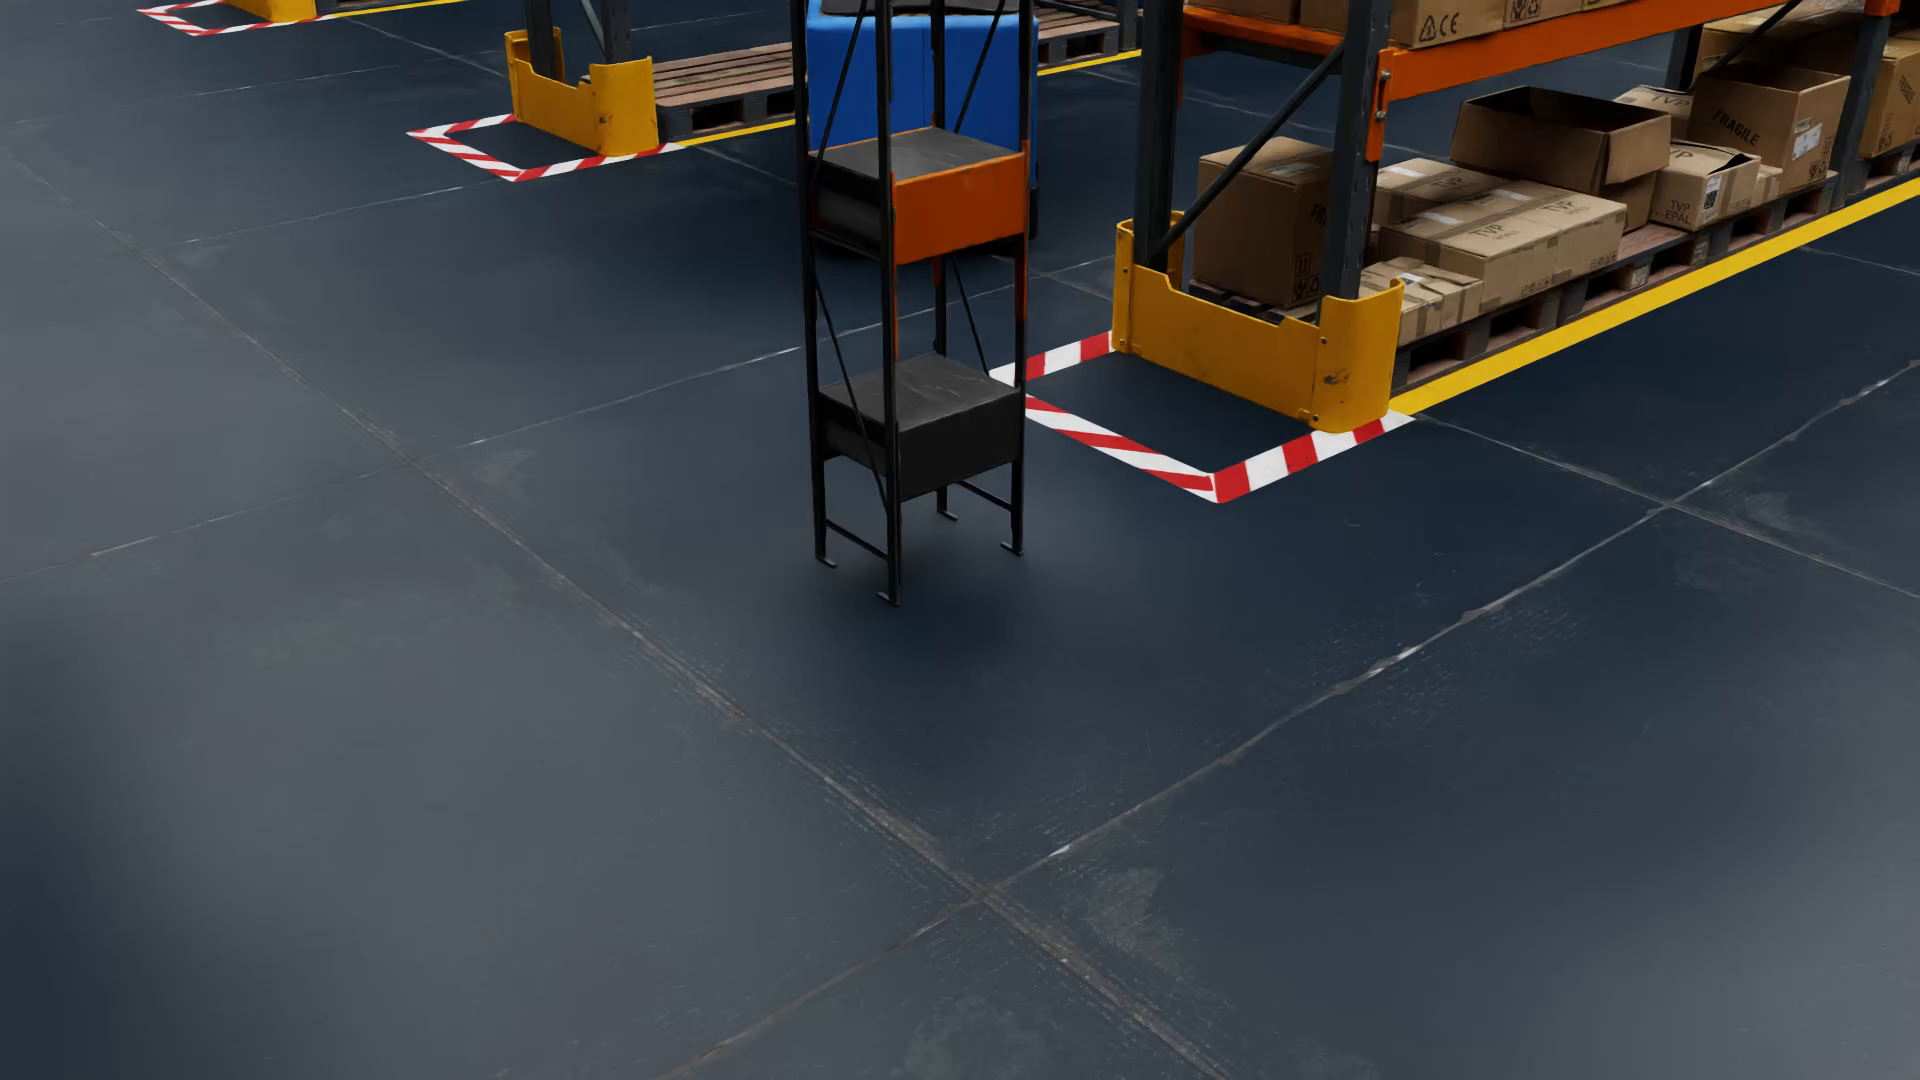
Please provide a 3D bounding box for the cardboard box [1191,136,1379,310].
[{"bbox_3d":[1.291,-1.276,6.641,0.500,0.500,0.500,-22,35,-35],"label":"cardboard box"}]

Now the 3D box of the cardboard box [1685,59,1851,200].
[{"bbox_3d":[3.831,-1.969,7.938,0.500,0.500,0.500,-22,35,-35],"label":"cardboard box"}]

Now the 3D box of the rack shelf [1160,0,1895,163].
[{"bbox_3d":[2.558,-2.225,6.993,4.000,0.370,1.077,-22,35,-35],"label":"rack shelf"}]

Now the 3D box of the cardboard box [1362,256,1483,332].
[{"bbox_3d":[1.769,-0.956,6.395,0.250,0.166,0.380,-22,35,-35],"label":"cardboard box"}]

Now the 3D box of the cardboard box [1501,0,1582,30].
[{"bbox_3d":[1.935,-2.175,6.031,0.500,0.500,0.500,-22,35,-35],"label":"cardboard box"}]

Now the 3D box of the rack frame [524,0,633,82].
[{"bbox_3d":[-2.175,-3.707,9.005,0.127,3.000,1.000,-22,35,-35],"label":"rack frame"}]

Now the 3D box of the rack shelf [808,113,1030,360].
[{"bbox_3d":[-0.126,-0.863,4.667,0.480,0.518,0.431,-22,35,-35],"label":"rack shelf"}]

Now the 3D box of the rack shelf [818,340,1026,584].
[{"bbox_3d":[-0.126,-0.246,4.997,0.480,0.518,0.431,-22,35,-35],"label":"rack shelf"}]

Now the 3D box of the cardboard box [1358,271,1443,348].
[{"bbox_3d":[1.579,-0.872,6.256,0.250,0.149,0.380,-22,35,-35],"label":"cardboard box"}]

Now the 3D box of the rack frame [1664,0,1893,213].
[{"bbox_3d":[4.080,-3.154,7.969,0.127,3.000,1.000,-22,35,-35],"label":"rack frame"}]

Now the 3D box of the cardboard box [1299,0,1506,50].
[{"bbox_3d":[1.546,-2.015,5.733,0.500,0.500,0.500,-21,35,-34],"label":"cardboard box"}]

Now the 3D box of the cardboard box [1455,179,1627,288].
[{"bbox_3d":[2.395,-1.282,6.917,0.500,0.250,0.500,-22,35,-35],"label":"cardboard box"}]

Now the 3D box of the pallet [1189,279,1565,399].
[{"bbox_3d":[1.701,-0.968,6.837,1.213,0.211,1.003,-22,35,-35],"label":"pallet"}]

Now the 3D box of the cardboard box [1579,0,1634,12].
[{"bbox_3d":[2.318,-2.328,6.317,0.500,0.500,0.500,-22,35,-35],"label":"cardboard box"}]

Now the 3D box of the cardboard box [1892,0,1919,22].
[{"bbox_3d":[5.367,-2.943,8.963,0.500,0.250,0.500,-22,35,-35],"label":"cardboard box"}]

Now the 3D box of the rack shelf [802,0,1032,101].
[{"bbox_3d":[-0.126,-1.481,4.337,0.480,0.518,0.431,-22,35,-35],"label":"rack shelf"}]

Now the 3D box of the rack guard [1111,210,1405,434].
[{"bbox_3d":[1.095,-0.851,6.312,0.348,0.500,1.175,-22,35,-35],"label":"rack guard"}]

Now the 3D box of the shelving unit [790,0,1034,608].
[{"bbox_3d":[-0.126,-0.875,4.660,0.503,2.100,0.431,-22,35,-35],"label":"shelving unit"}]

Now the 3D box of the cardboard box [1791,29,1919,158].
[{"bbox_3d":[4.606,-2.306,8.568,0.500,0.500,0.500,-24,36,-37],"label":"cardboard box"}]

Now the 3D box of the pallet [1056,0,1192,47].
[{"bbox_3d":[1.482,-3.922,12.365,1.213,0.211,1.003,-22,35,-35],"label":"pallet"}]

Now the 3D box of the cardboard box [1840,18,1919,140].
[{"bbox_3d":[5.005,-2.473,8.880,0.500,0.500,0.500,-21,35,-34],"label":"cardboard box"}]

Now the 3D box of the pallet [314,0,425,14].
[{"bbox_3d":[-4.832,-4.526,13.495,1.213,0.211,1.003,-22,35,-35],"label":"pallet"}]

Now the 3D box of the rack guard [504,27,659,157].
[{"bbox_3d":[-2.185,-2.593,9.571,0.348,0.500,1.175,-22,35,-35],"label":"rack guard"}]

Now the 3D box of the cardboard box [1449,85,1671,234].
[{"bbox_3d":[2.654,-1.670,7.375,0.637,0.503,0.797,-22,35,-35],"label":"cardboard box"}]

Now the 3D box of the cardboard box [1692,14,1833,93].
[{"bbox_3d":[4.269,-2.499,8.929,0.500,0.500,0.500,-22,35,-35],"label":"cardboard box"}]

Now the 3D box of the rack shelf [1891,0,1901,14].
[{"bbox_3d":[5.601,-3.448,9.283,4.000,0.370,1.077,-22,35,-35],"label":"rack shelf"}]

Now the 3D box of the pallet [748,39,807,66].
[{"bbox_3d":[-0.595,-3.087,10.803,1.213,0.211,1.003,-22,35,-35],"label":"pallet"}]

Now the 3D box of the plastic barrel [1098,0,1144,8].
[{"bbox_3d":[1.293,-4.351,11.990,0.708,0.901,0.600,-22,35,-35],"label":"plastic barrel"}]

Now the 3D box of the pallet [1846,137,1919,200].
[{"bbox_3d":[4.674,-2.186,9.117,1.213,0.211,1.003,-22,35,-35],"label":"pallet"}]

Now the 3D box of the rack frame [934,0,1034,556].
[{"bbox_3d":[0.060,-0.950,4.800,0.015,2.100,0.400,-22,35,-35],"label":"rack frame"}]

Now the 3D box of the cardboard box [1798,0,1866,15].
[{"bbox_3d":[5.033,-2.800,9.493,0.500,0.500,0.500,-21,35,-34],"label":"cardboard box"}]

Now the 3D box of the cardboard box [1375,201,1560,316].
[{"bbox_3d":[2.015,-1.129,6.631,0.500,0.250,0.500,-22,35,-35],"label":"cardboard box"}]

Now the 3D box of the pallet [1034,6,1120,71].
[{"bbox_3d":[0.334,-3.462,11.505,1.213,0.211,1.003,-22,35,-35],"label":"pallet"}]

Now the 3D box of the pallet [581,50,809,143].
[{"bbox_3d":[-1.523,-2.716,10.108,1.213,0.211,1.003,-22,35,-35],"label":"pallet"}]

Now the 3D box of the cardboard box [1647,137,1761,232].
[{"bbox_3d":[3.260,-1.656,7.553,0.500,0.311,0.500,-22,35,-35],"label":"cardboard box"}]

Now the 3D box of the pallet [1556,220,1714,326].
[{"bbox_3d":[2.628,-1.339,7.532,1.213,0.211,1.003,-22,35,-35],"label":"pallet"}]

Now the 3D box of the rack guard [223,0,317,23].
[{"bbox_3d":[-5.408,-4.373,12.903,0.348,0.500,1.175,-22,35,-35],"label":"rack guard"}]

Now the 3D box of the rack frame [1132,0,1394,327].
[{"bbox_3d":[1.037,-1.930,5.679,0.127,3.000,1.000,-22,35,-35],"label":"rack frame"}]

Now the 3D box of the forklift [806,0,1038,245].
[{"bbox_3d":[-0.244,-3.305,8.324,1.130,2.935,3.031,-2,28,-3],"label":"forklift"}]

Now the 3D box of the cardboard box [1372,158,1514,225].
[{"bbox_3d":[2.033,-1.446,7.224,0.500,0.250,0.500,-22,35,-35],"label":"cardboard box"}]

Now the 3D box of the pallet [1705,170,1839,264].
[{"bbox_3d":[3.557,-1.714,8.234,1.213,0.211,1.003,-22,35,-35],"label":"pallet"}]

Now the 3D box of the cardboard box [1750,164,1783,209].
[{"bbox_3d":[3.584,-1.678,7.766,0.250,0.149,0.380,-22,35,-35],"label":"cardboard box"}]

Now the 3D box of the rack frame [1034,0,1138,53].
[{"bbox_3d":[0.868,-4.931,11.294,0.127,3.000,1.000,-22,35,-35],"label":"rack frame"}]

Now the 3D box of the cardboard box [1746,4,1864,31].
[{"bbox_3d":[4.651,-2.647,9.206,0.500,0.500,0.500,-22,35,-35],"label":"cardboard box"}]

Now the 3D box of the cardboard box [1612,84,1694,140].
[{"bbox_3d":[3.620,-2.111,8.404,0.500,0.311,0.500,-22,35,-35],"label":"cardboard box"}]

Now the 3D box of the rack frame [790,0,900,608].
[{"bbox_3d":[-0.312,-0.801,4.521,0.015,2.100,0.400,-22,35,-35],"label":"rack frame"}]

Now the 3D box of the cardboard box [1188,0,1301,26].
[{"bbox_3d":[1.201,-2.209,6.094,0.500,0.500,0.500,-21,34,-33],"label":"cardboard box"}]

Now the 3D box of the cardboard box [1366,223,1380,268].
[{"bbox_3d":[1.657,-1.221,6.891,0.250,0.166,0.380,-22,35,-35],"label":"cardboard box"}]
